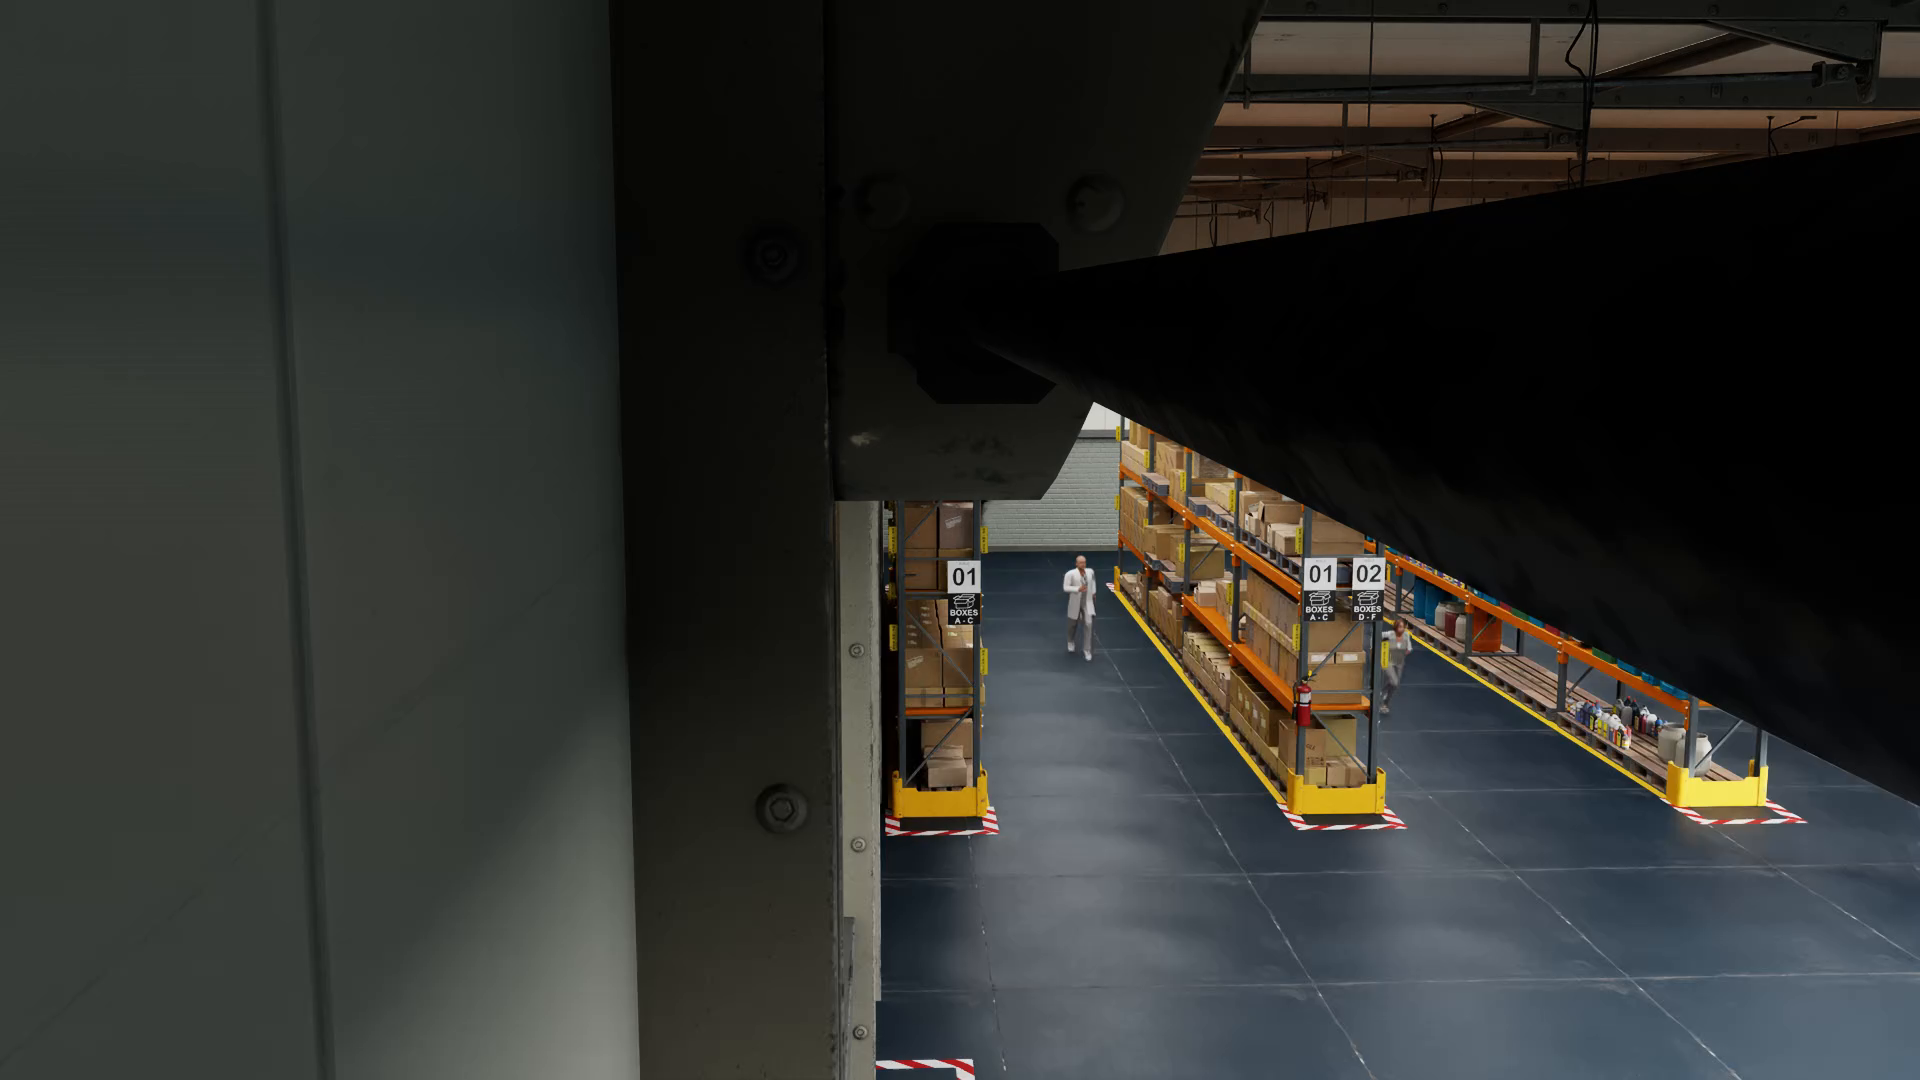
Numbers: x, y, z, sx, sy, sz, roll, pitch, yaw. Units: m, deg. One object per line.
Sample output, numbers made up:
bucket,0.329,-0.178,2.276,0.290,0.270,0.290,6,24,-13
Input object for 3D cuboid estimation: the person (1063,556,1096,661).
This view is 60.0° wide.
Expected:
person,2.128,1.172,29.647,0.680,1.822,0.977,-2,8,-12

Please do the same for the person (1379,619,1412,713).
person,6.617,1.947,25.403,0.524,1.496,0.727,-2,8,-13
